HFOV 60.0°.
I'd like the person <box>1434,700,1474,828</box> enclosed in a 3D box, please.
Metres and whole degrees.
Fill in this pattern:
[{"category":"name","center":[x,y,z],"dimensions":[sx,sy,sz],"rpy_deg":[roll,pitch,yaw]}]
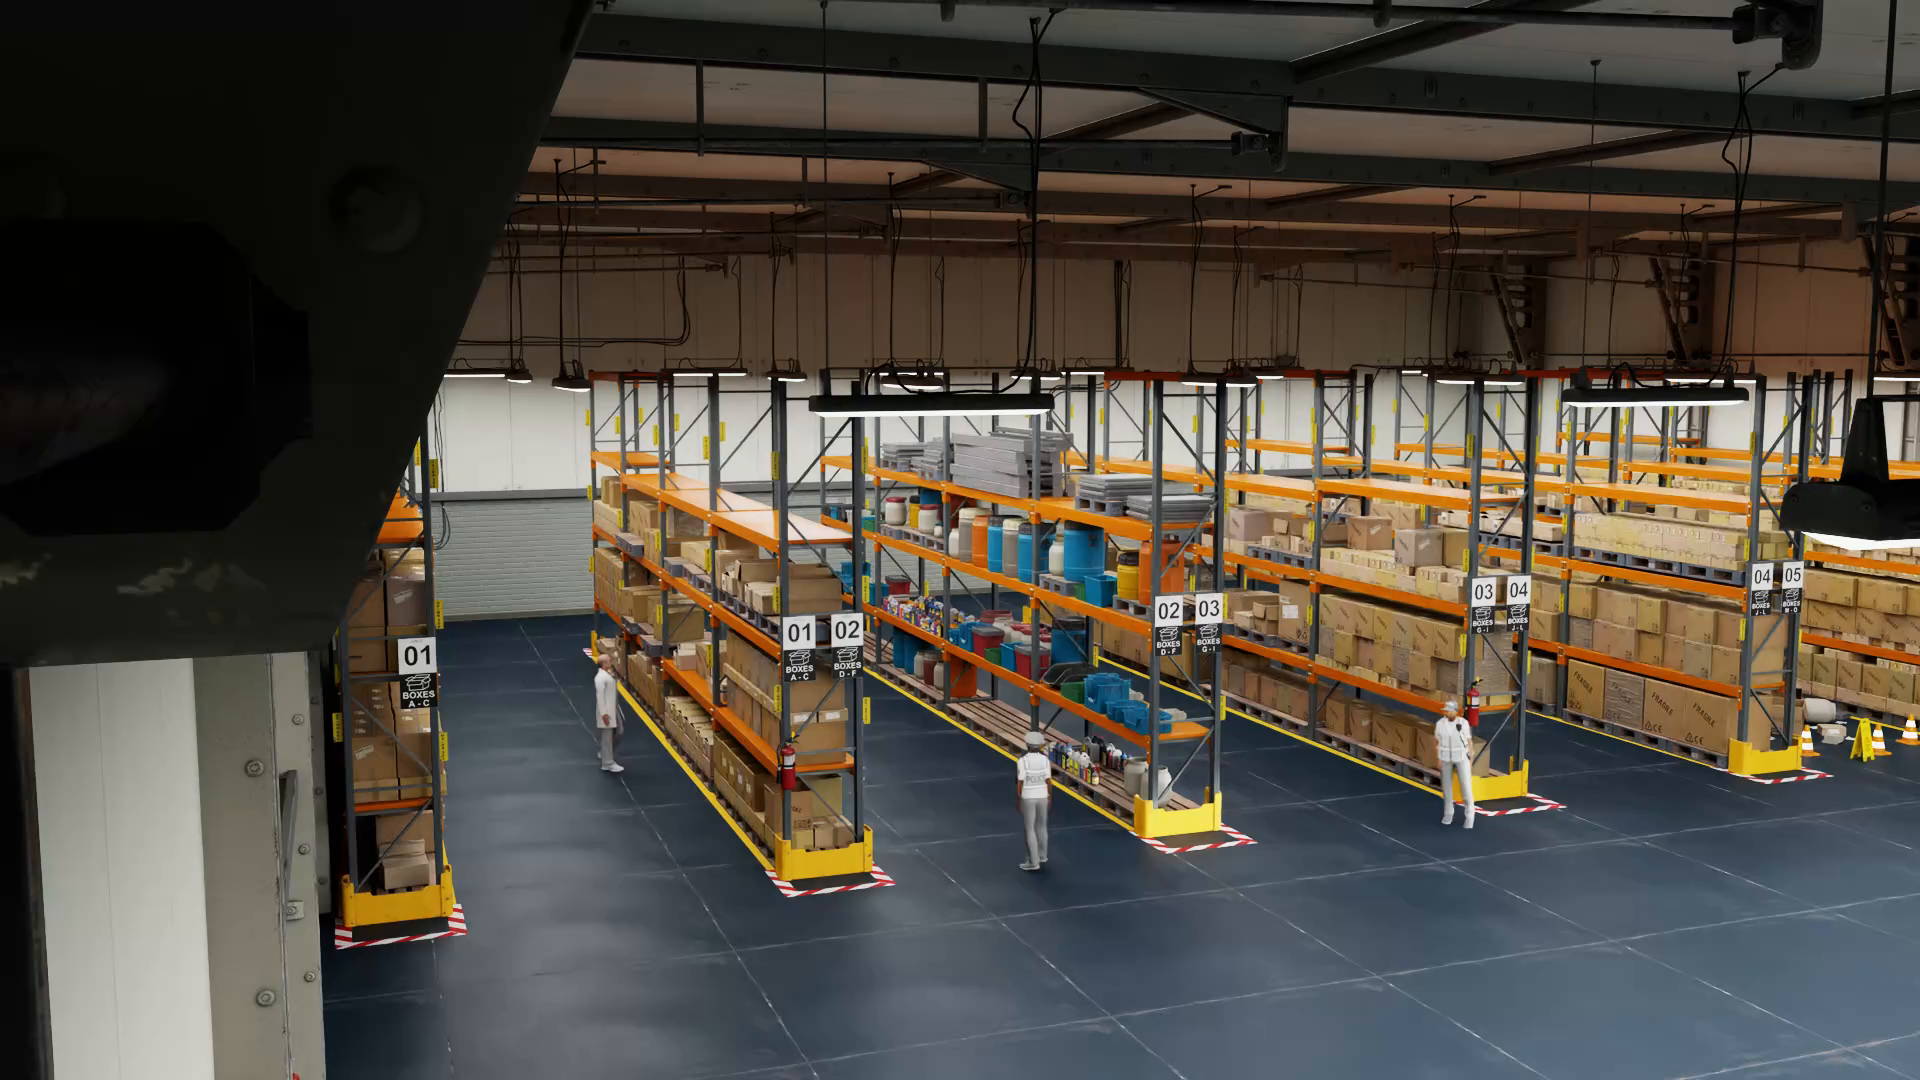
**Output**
[{"category":"person","center":[6.688,3.014,22.485],"dimensions":[0.575,1.702,0.431],"rpy_deg":[3,7,27]}]

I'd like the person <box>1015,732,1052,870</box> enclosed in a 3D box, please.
[{"category":"person","center":[0.886,3.208,20.542],"dimensions":[0.480,1.708,0.485],"rpy_deg":[-3,7,-28]}]

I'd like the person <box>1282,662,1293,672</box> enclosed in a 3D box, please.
[{"category":"person","center":[6.296,1.884,32.004],"dimensions":[0.498,1.780,0.636],"rpy_deg":[0,6,0]}]

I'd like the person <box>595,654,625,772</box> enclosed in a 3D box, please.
[{"category":"person","center":[-5.378,2.627,25.412],"dimensions":[0.578,1.795,0.656],"rpy_deg":[1,7,12]}]
